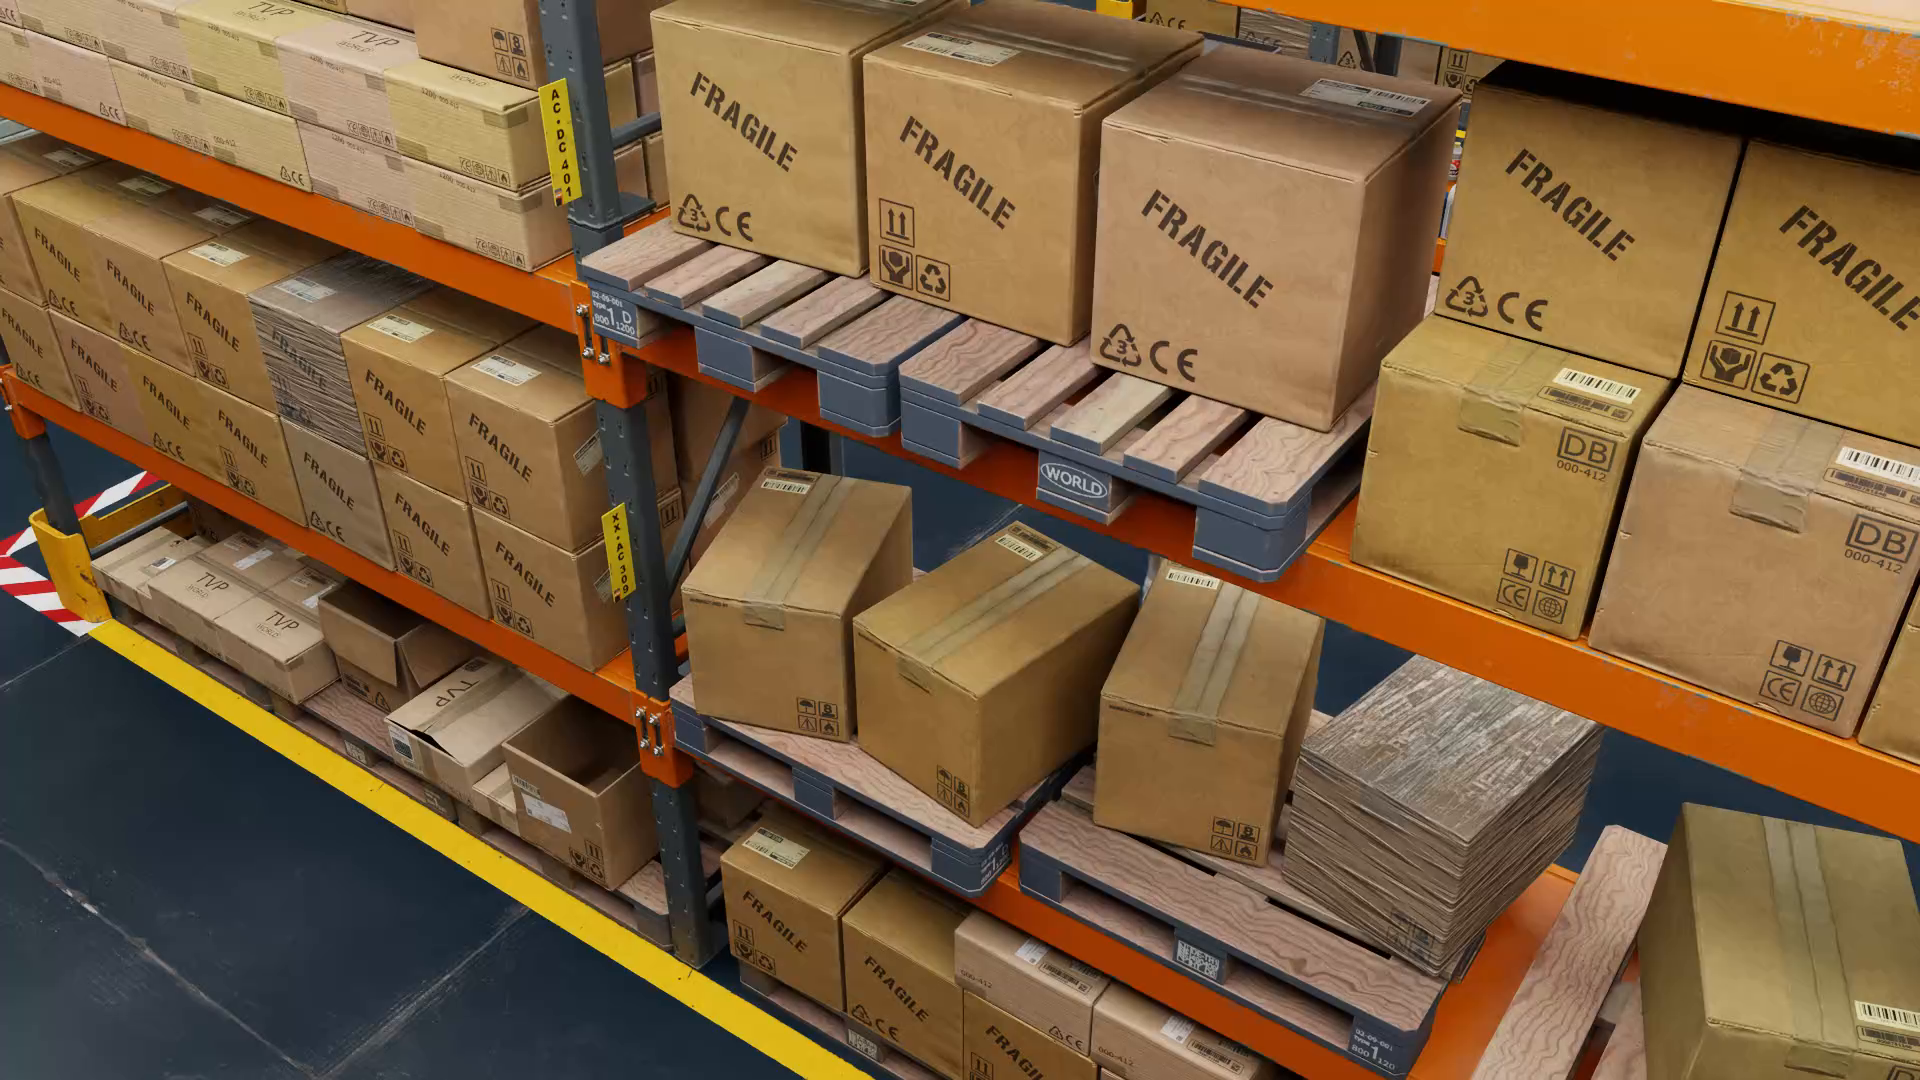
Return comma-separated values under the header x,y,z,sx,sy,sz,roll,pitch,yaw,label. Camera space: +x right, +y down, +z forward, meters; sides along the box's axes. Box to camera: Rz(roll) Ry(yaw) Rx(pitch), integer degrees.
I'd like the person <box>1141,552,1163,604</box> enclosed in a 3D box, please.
x,y,z,sx,sy,sz,roll,pitch,yaw,label
0.957,0.297,6.695,0.429,1.684,0.479,21,40,27,person
